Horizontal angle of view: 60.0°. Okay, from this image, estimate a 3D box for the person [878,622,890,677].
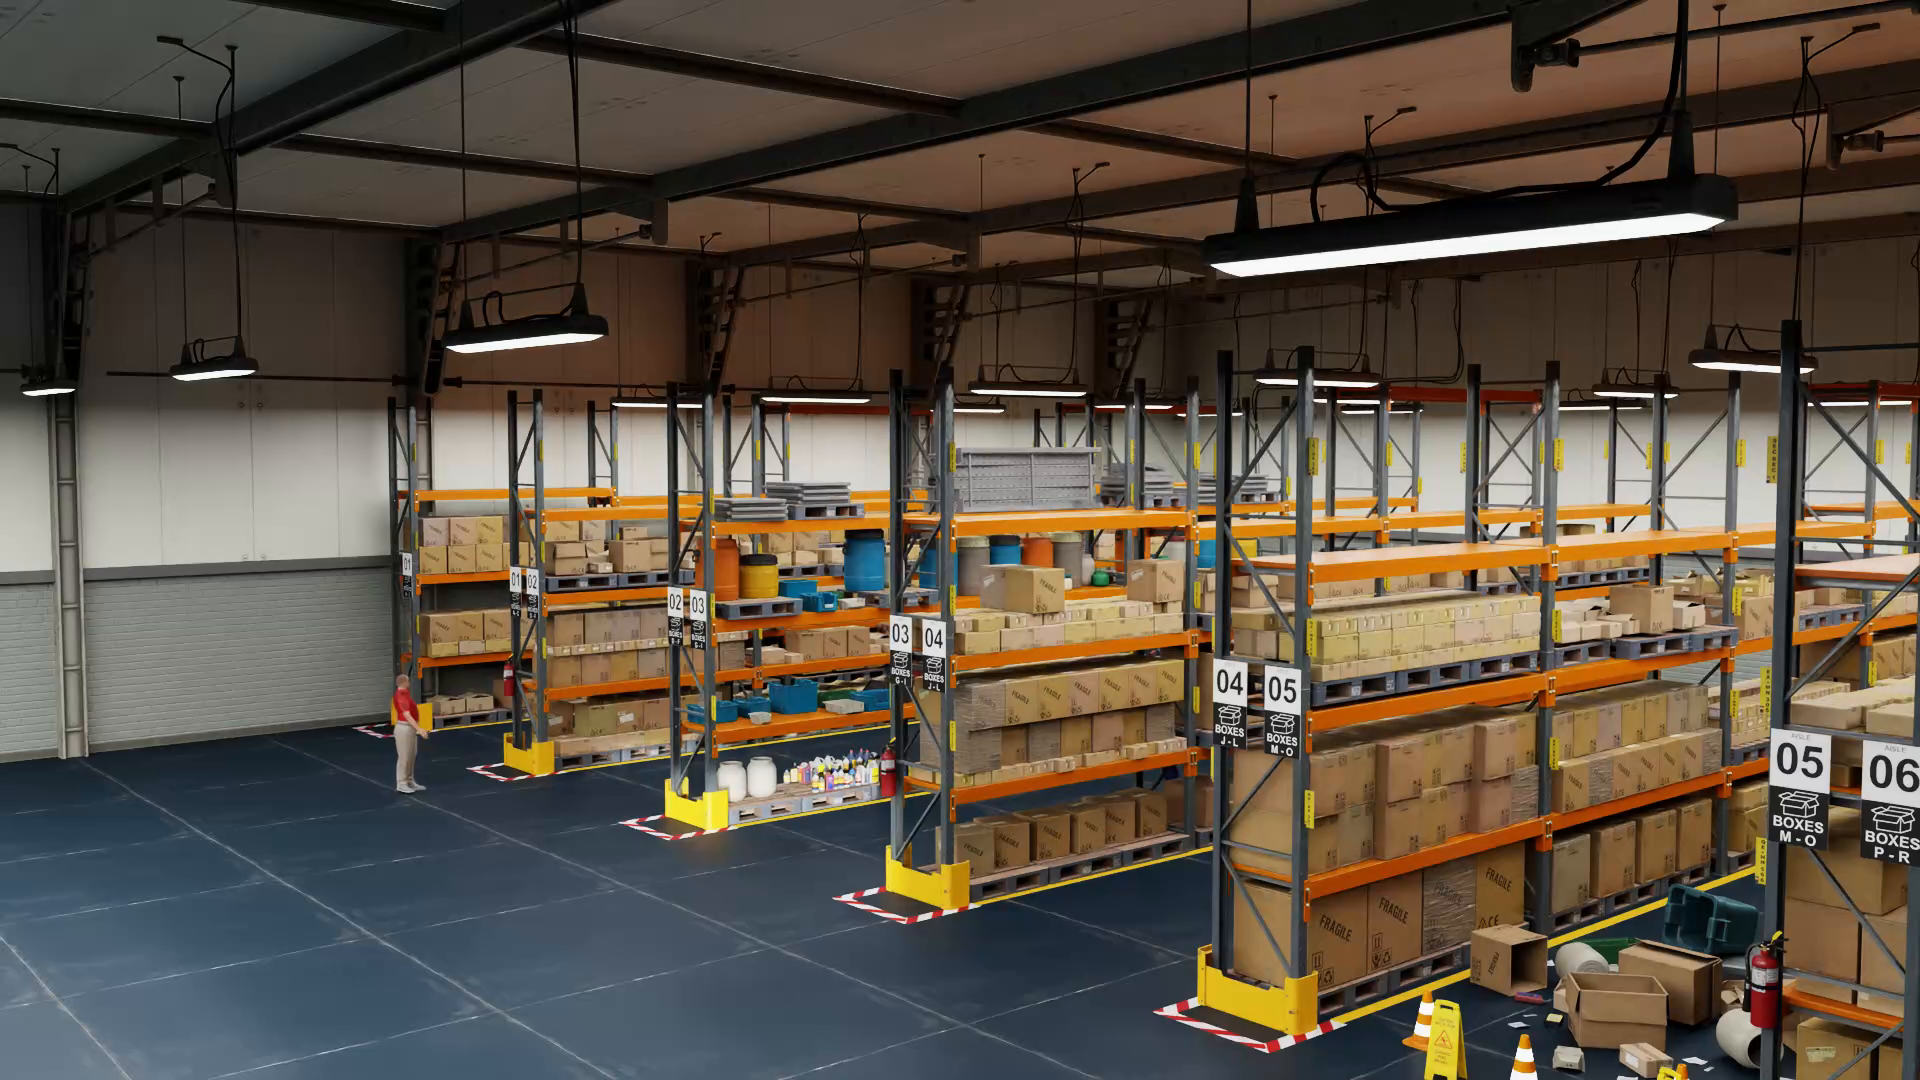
[{"bbox_3d":[-1.404,2.450,33.256,0.457,1.614,0.494,1,3,16],"label":"person"}]

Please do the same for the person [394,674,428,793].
[{"bbox_3d":[-8.110,2.865,24.612,0.570,1.752,0.604,0,3,-6],"label":"person"}]

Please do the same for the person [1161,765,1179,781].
[{"bbox_3d":[2.986,2.962,23.894,0.373,1.639,0.500,2,4,24],"label":"person"}]
